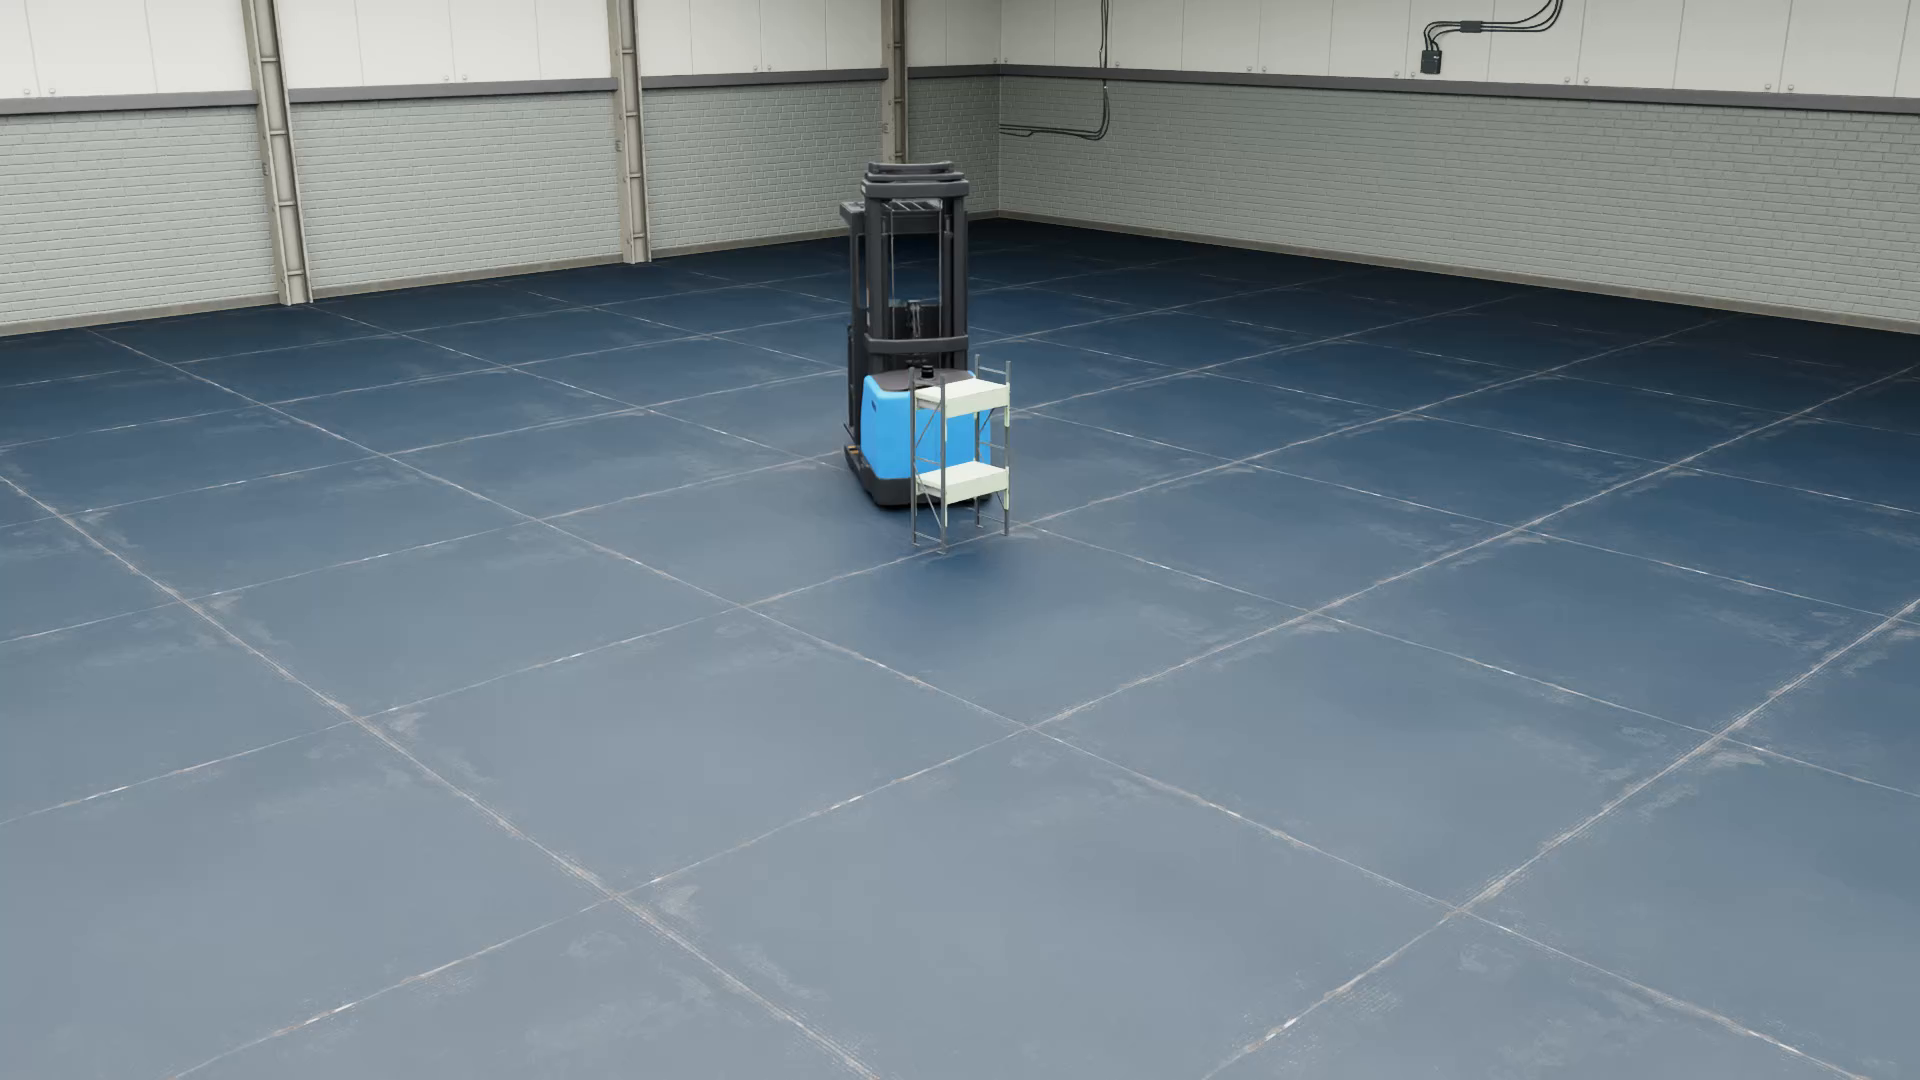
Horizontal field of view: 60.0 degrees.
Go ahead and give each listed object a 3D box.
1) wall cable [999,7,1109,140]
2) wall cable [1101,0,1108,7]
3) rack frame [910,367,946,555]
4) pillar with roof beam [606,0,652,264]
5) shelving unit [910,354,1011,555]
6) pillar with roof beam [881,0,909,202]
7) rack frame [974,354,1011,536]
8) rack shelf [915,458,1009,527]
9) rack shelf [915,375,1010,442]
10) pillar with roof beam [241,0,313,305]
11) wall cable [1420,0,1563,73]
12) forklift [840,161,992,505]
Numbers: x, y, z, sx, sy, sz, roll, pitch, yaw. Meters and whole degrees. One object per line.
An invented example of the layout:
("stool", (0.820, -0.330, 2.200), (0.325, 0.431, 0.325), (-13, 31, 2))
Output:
("wall cable", (1.795, -9.243, 32.936), (0.112, 2.526, 3.097), (-16, 24, -41))
("wall cable", (3.654, -11.039, 30.287), (0.112, 2.526, 3.097), (-16, 24, -41))
("rack frame", (-0.261, -0.637, 13.519), (0.023, 1.500, 0.400), (-16, 24, -41))
("pillar with roof beam", (-2.656, -8.156, 24.549), (0.400, 9.000, 9.100), (-16, 24, -41))
("shelving unit", (0.005, -0.715, 13.758), (0.755, 1.500, 0.431), (-16, 24, -41))
("pillar with roof beam", (1.704, -9.427, 28.470), (0.400, 9.000, 9.100), (-16, 24, -41))
("rack frame", (0.271, -0.792, 13.997), (0.023, 1.500, 0.400), (-16, 24, -41))
("rack shelf", (0.005, -0.405, 13.858), (0.720, 0.370, 0.431), (-16, 24, -41))
("rack shelf", (0.005, -1.086, 13.637), (0.720, 0.370, 0.431), (-16, 24, -41))
("pillar with roof beam", (-7.016, -6.884, 20.628), (0.400, 9.000, 9.100), (-16, 24, -41))
("wall cable", (8.306, -10.207, 25.360), (0.169, 6.003, 2.305), (-16, 24, -41))
("forklift", (-0.521, -2.116, 15.758), (1.130, 2.935, 3.031), (-4, 18, -11))
